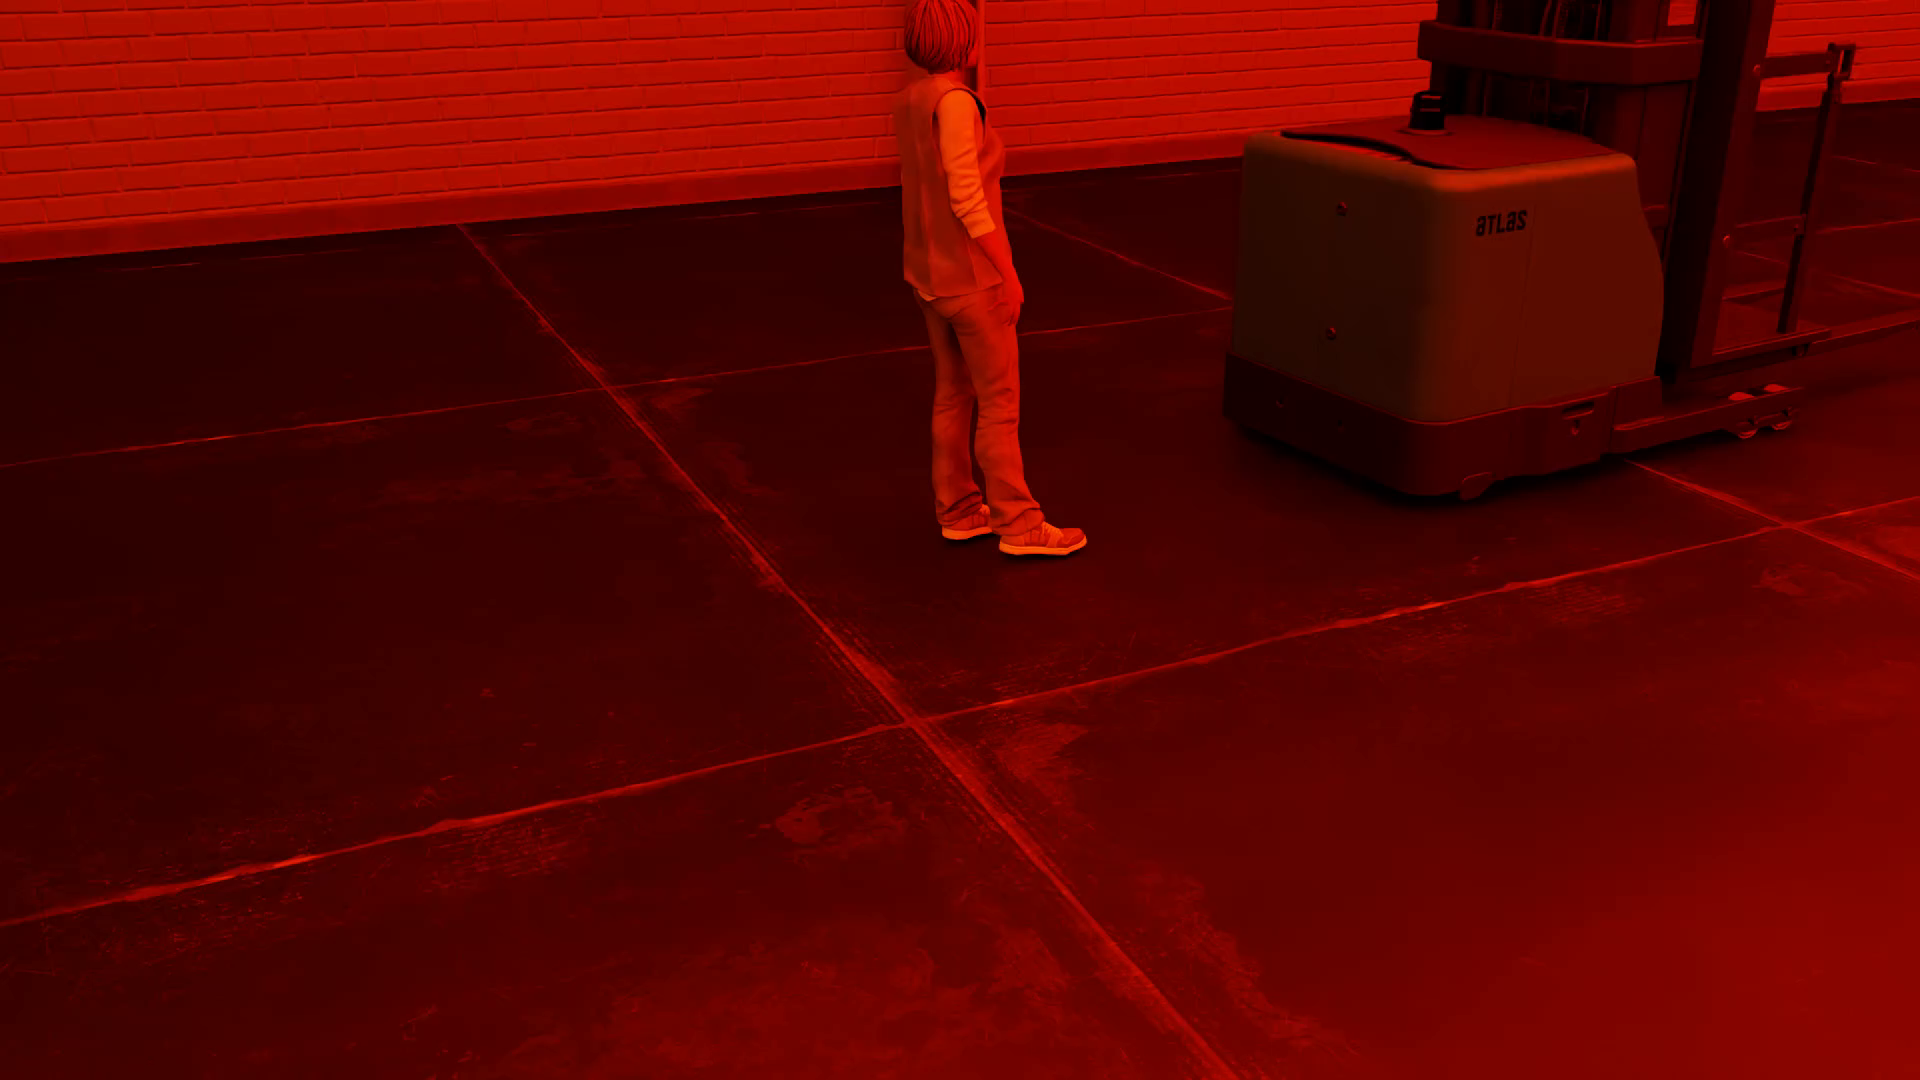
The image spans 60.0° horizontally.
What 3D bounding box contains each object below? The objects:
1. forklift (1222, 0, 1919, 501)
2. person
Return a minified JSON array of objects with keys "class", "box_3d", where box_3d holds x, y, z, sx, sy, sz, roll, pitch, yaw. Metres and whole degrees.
[{"class":"forklift","box_3d":[2.483,-1.878,5.806,3.031,2.935,1.130,-13,26,-28]},{"class":"person","box_3d":[0.074,-0.752,4.815,0.473,1.599,0.520,-10,25,-23]}]
